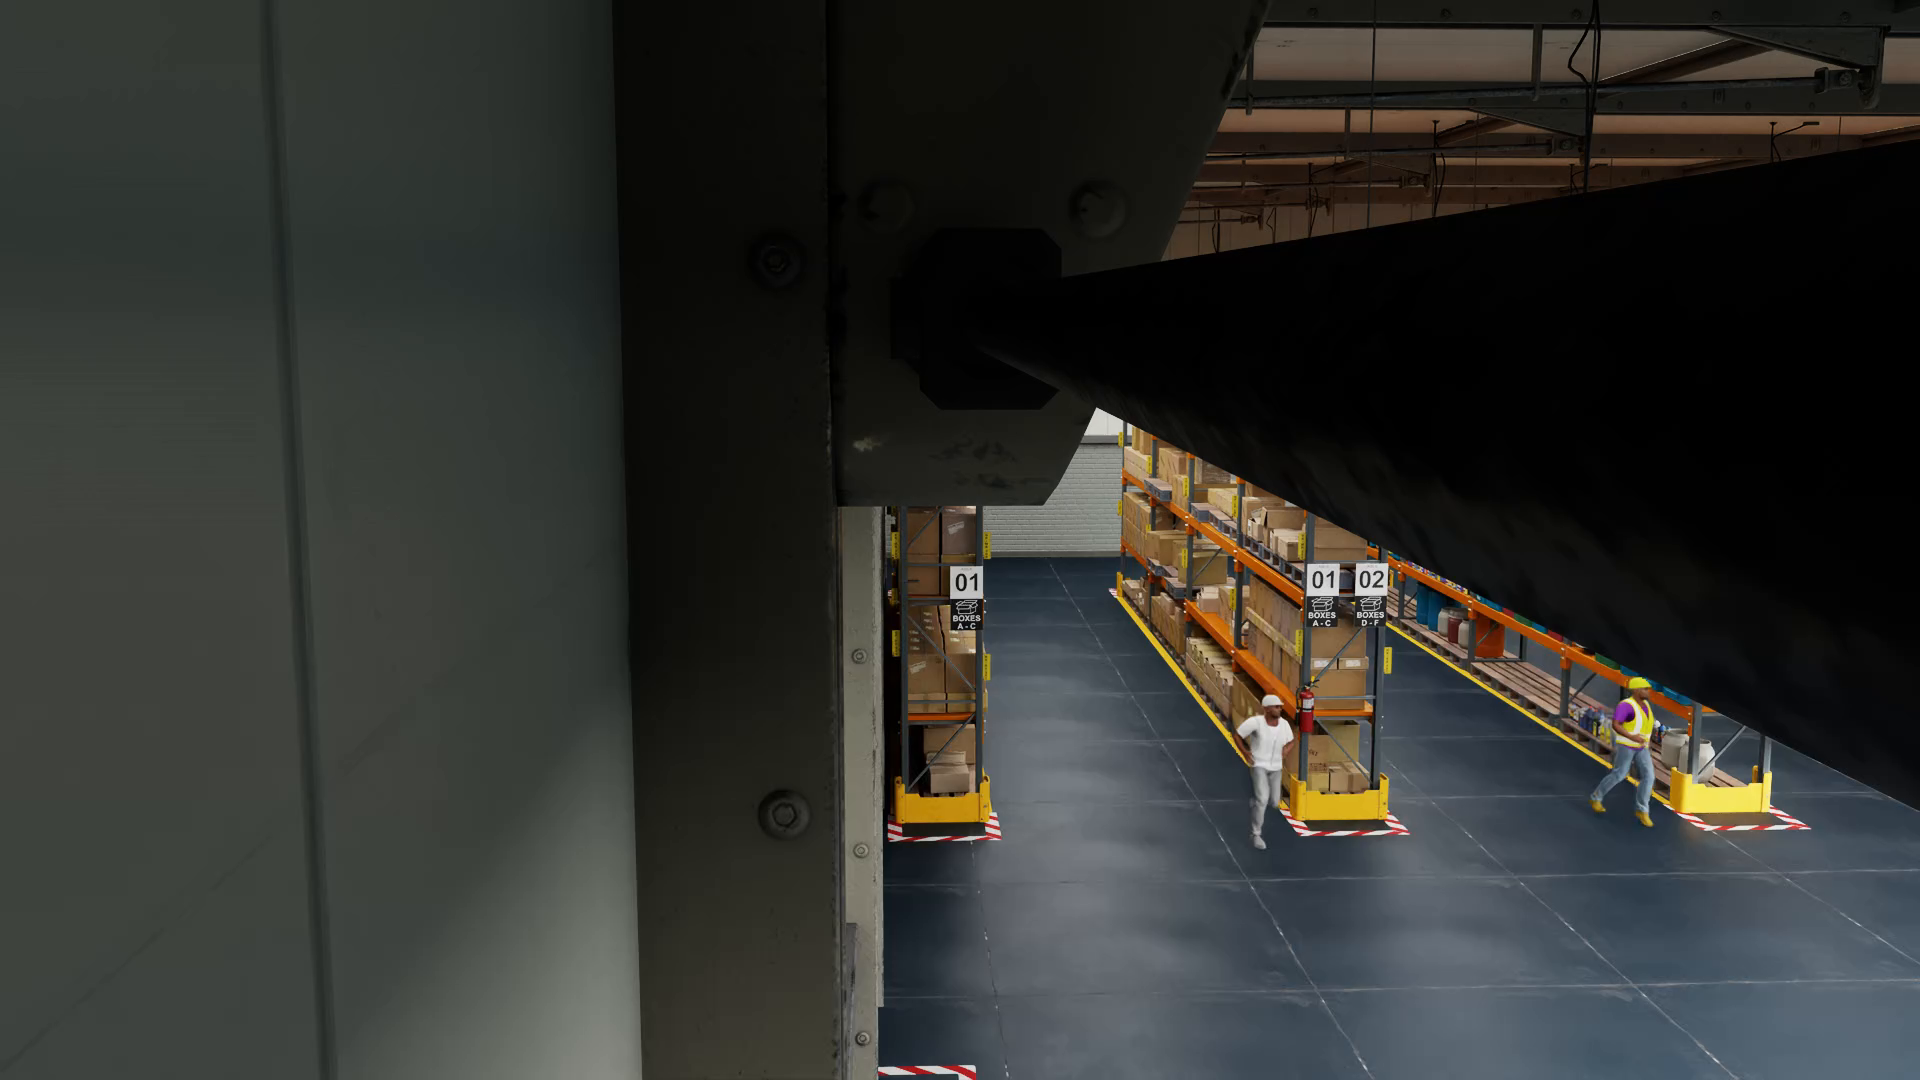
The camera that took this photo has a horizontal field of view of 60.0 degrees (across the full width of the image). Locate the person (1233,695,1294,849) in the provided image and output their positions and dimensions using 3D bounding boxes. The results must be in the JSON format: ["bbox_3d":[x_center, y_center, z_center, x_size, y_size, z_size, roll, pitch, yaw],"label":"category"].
[{"bbox_3d":[3.619,2.668,19.617,0.733,1.725,0.831,-3,8,-19],"label":"person"}]

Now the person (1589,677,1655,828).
[{"bbox_3d":[8.357,2.584,20.611,0.759,1.785,0.836,-5,9,-30],"label":"person"}]
